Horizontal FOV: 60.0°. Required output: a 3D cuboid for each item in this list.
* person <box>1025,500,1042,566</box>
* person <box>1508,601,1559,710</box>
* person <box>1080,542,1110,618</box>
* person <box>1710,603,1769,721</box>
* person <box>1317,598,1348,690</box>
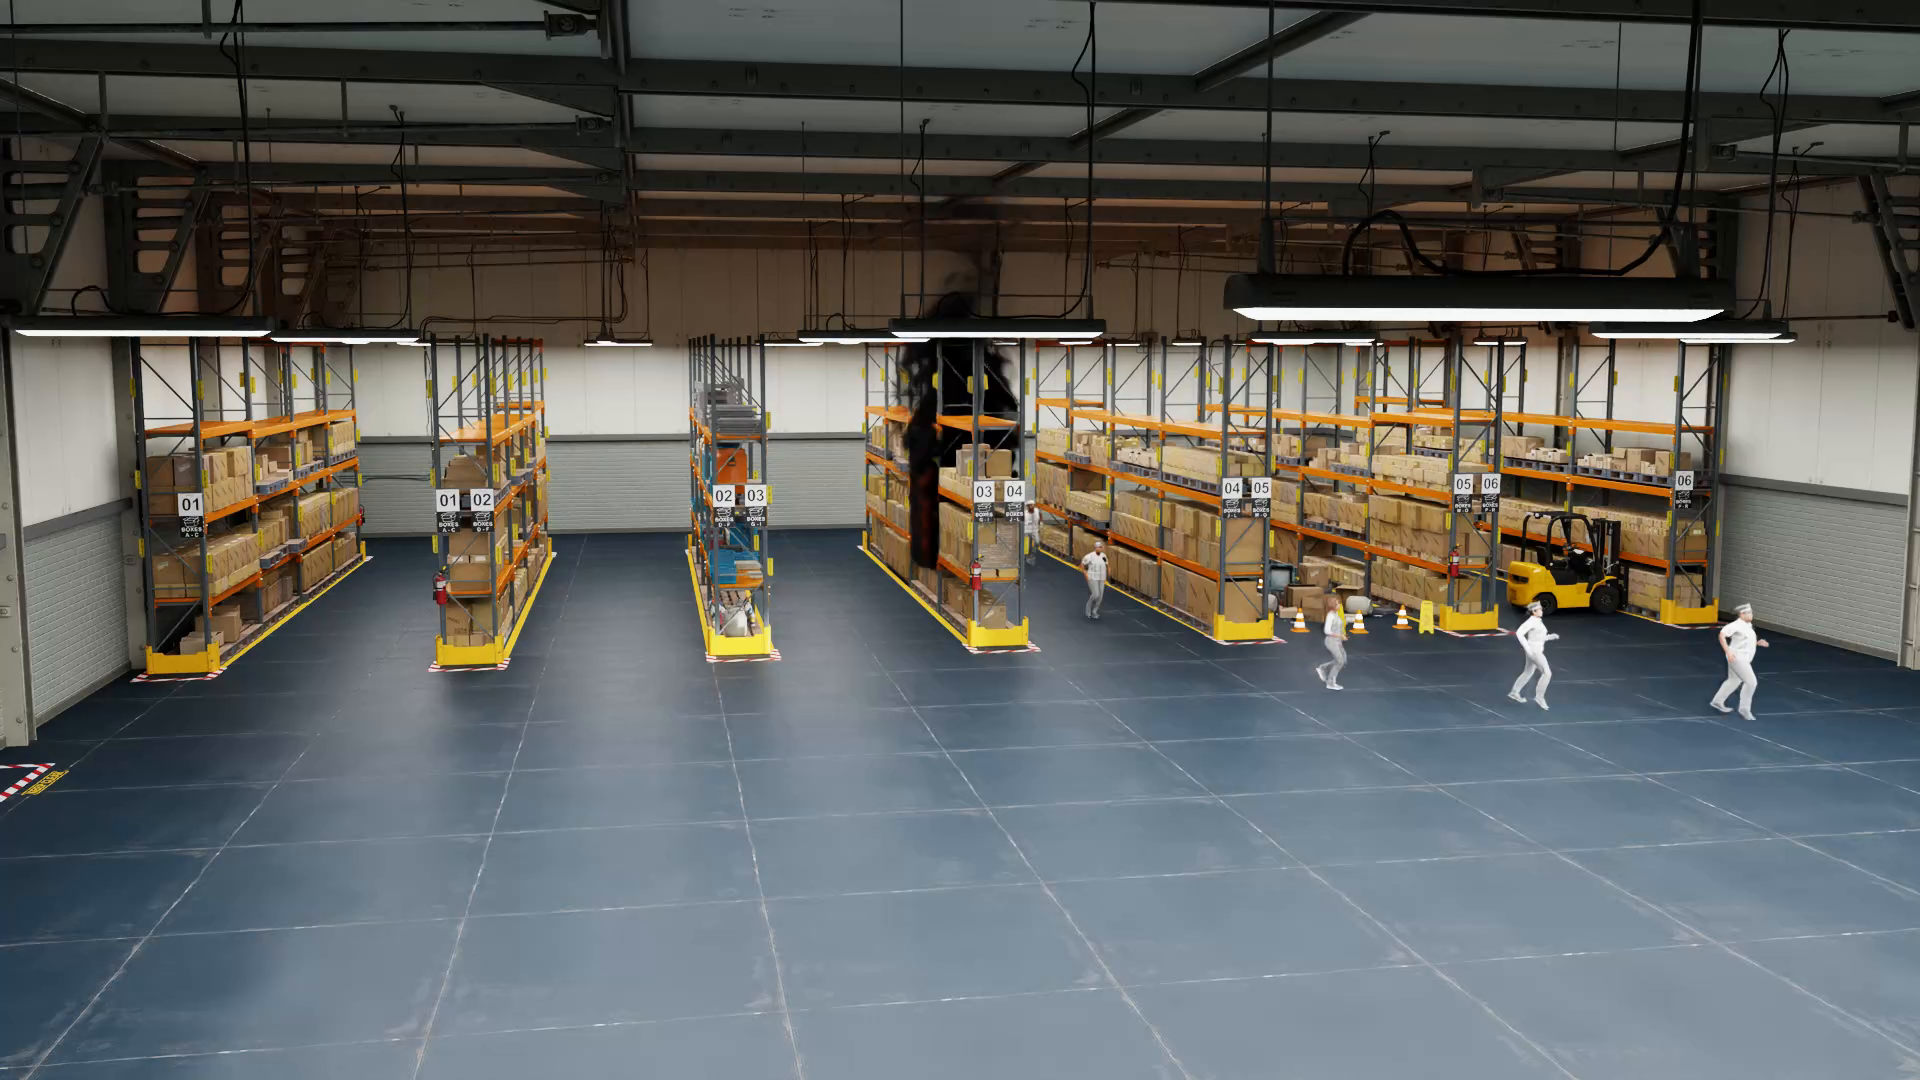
[{"bbox_3d":[1.891,-0.196,43.969,0.717,1.763,0.821,-2,7,-13],"label":"person"},{"bbox_3d":[9.204,1.840,26.648,0.726,1.752,0.578,3,7,22],"label":"person"},{"bbox_3d":[2.937,0.852,35.451,0.612,1.636,0.586,-3,7,-25],"label":"person"},{"bbox_3d":[12.175,1.892,25.954,0.777,1.849,0.646,4,8,33],"label":"person"},{"bbox_3d":[6.292,1.746,28.036,0.560,1.550,0.532,3,7,25],"label":"person"}]
